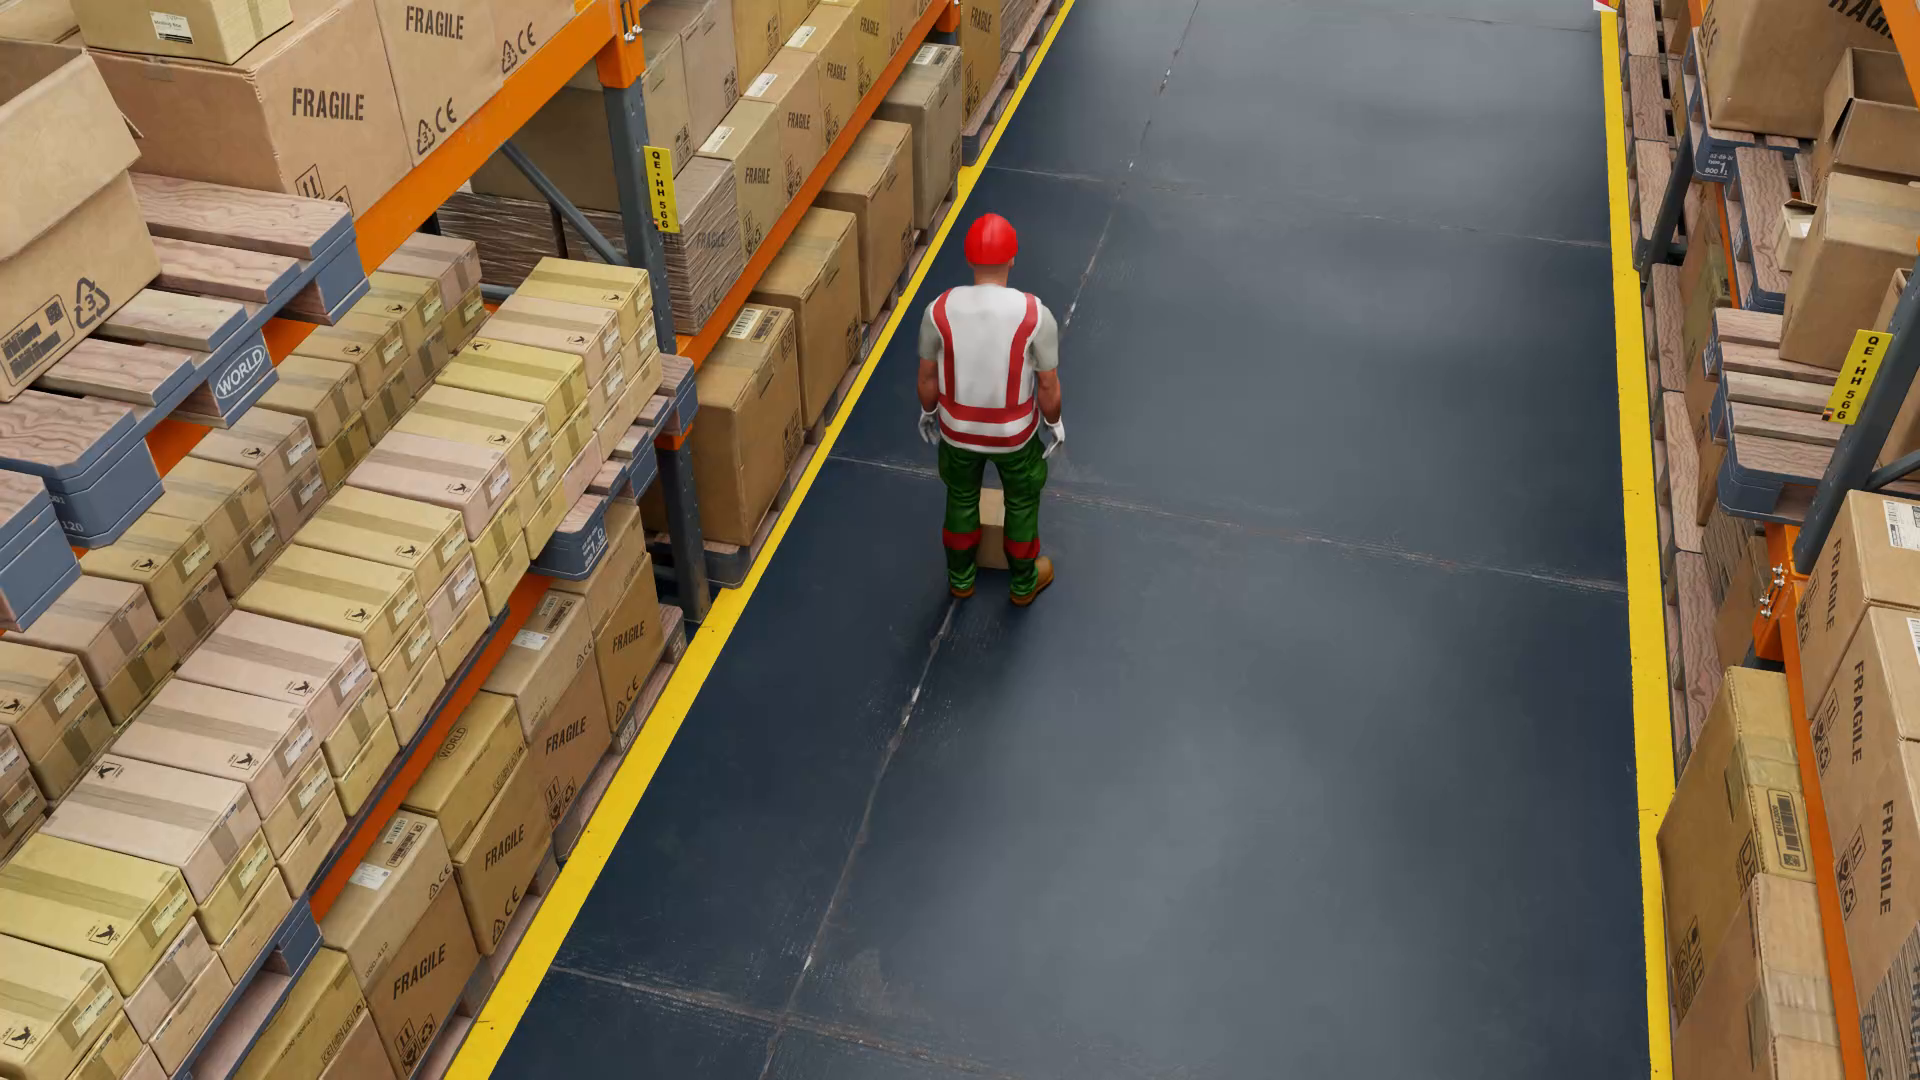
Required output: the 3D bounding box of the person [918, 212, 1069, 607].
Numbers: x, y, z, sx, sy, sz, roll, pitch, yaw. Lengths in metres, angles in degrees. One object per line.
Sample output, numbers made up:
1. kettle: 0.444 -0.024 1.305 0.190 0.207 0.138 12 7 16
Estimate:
1. person: 0.133 -0.486 6.712 0.621 1.779 0.453 8 41 9
